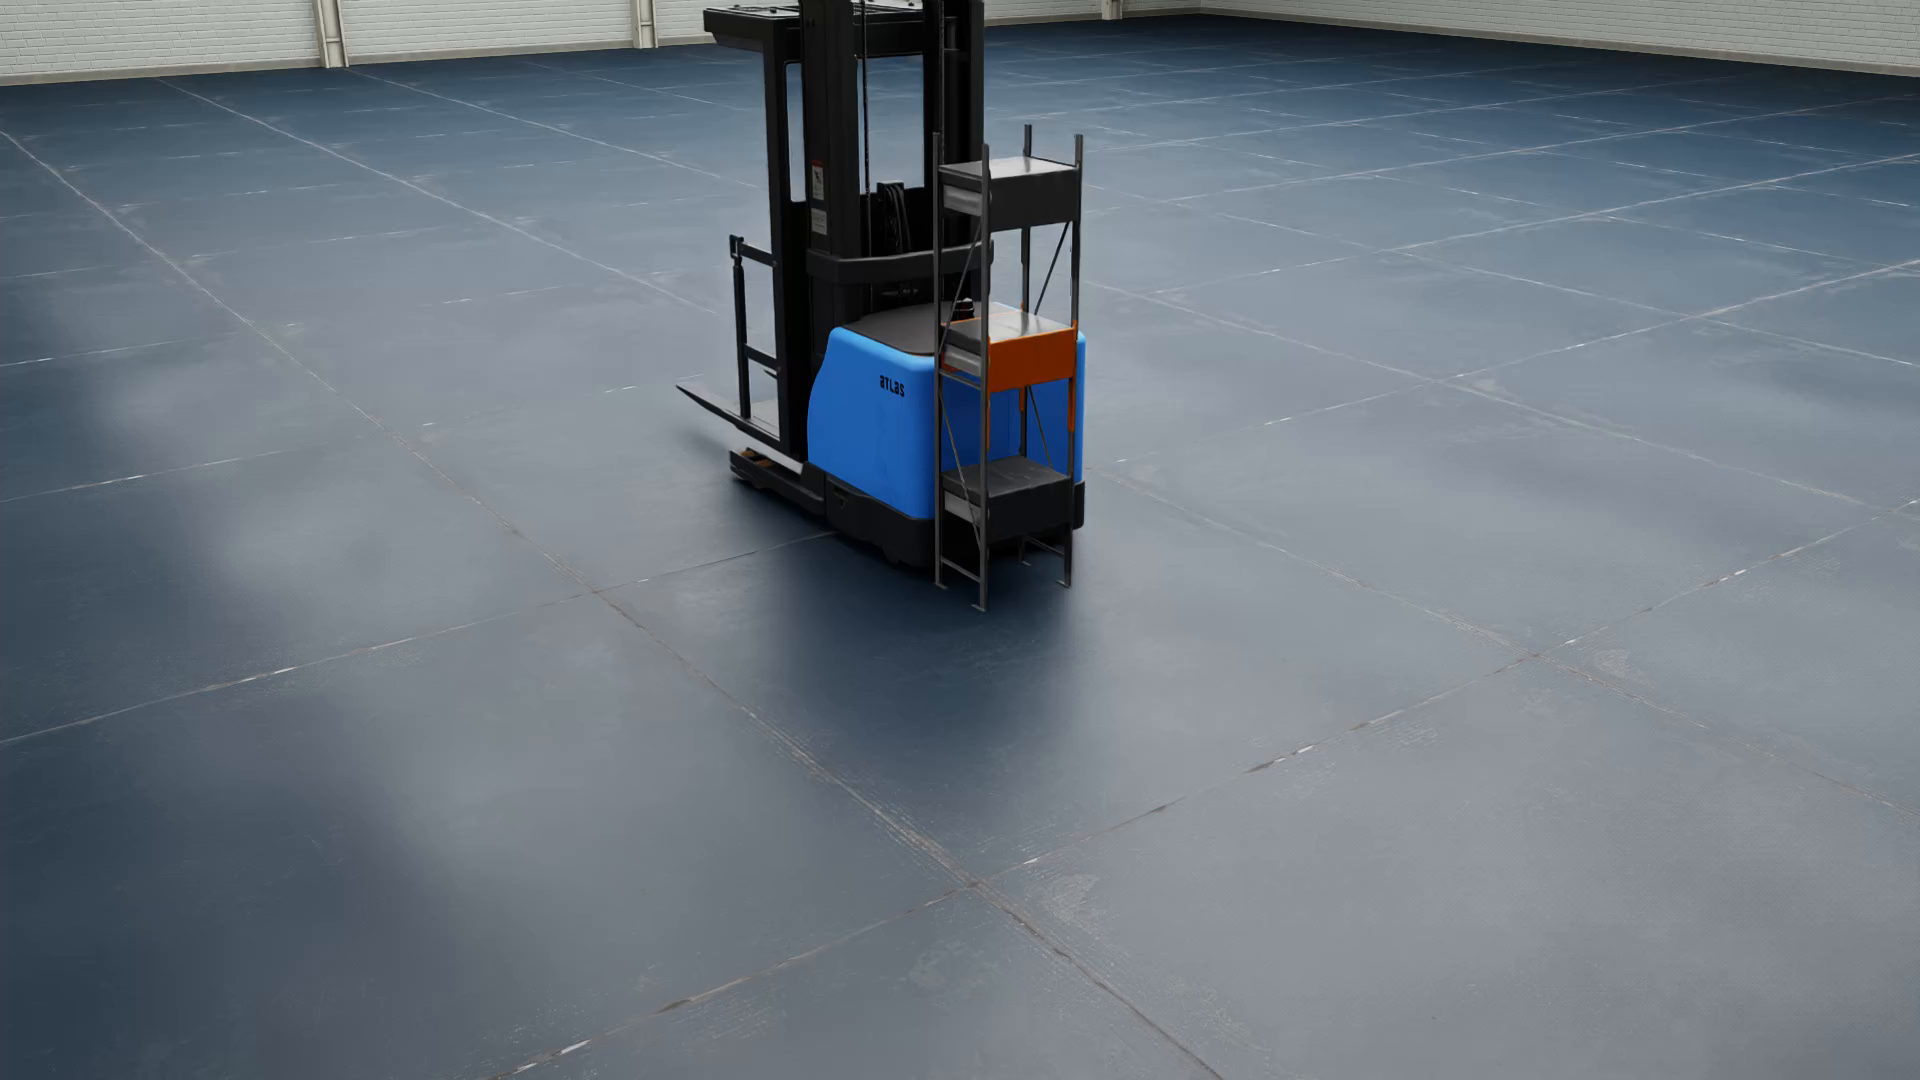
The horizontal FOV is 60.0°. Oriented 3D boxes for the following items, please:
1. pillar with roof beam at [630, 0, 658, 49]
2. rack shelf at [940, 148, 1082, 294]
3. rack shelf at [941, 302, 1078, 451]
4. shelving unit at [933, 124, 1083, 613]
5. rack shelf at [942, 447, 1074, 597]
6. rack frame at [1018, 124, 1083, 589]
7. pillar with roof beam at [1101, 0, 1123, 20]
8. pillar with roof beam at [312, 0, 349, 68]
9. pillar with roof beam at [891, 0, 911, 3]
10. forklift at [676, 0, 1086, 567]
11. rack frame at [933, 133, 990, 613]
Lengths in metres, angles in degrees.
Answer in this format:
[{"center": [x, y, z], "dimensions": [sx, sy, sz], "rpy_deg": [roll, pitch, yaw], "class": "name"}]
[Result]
[{"center": [-3.657, -12.550, 27.722], "dimensions": [0.400, 9.000, 9.100], "rpy_deg": [-15, 26, -33], "class": "pillar with roof beam"}, {"center": [0.204, -1.392, 7.217], "dimensions": [0.480, 0.518, 0.431], "rpy_deg": [-14, 26, -32], "class": "rack shelf"}, {"center": [0.204, -0.742, 7.477], "dimensions": [0.480, 0.518, 0.431], "rpy_deg": [-14, 26, -32], "class": "rack shelf"}, {"center": [0.204, -0.755, 7.472], "dimensions": [0.503, 2.100, 0.431], "rpy_deg": [-14, 26, -32], "class": "shelving unit"}, {"center": [0.204, -0.092, 7.736], "dimensions": [0.480, 0.518, 0.431], "rpy_deg": [-14, 26, -32], "class": "rack shelf"}, {"center": [0.405, -0.806, 7.600], "dimensions": [0.015, 2.100, 0.400], "rpy_deg": [-14, 26, -32], "class": "rack frame"}, {"center": [6.084, -15.148, 34.231], "dimensions": [0.400, 9.000, 9.100], "rpy_deg": [-15, 26, -33], "class": "pillar with roof beam"}, {"center": [-8.528, -11.252, 24.468], "dimensions": [0.400, 9.000, 9.100], "rpy_deg": [-15, 26, -33], "class": "pillar with roof beam"}, {"center": [1.213, -13.849, 30.977], "dimensions": [0.400, 9.000, 9.100], "rpy_deg": [-15, 26, -33], "class": "pillar with roof beam"}, {"center": [-0.619, -1.723, 8.776], "dimensions": [1.130, 2.935, 3.031], "rpy_deg": [-14, 26, -32], "class": "forklift"}, {"center": [0.003, -0.704, 7.343], "dimensions": [0.015, 2.100, 0.400], "rpy_deg": [-14, 26, -32], "class": "rack frame"}]
